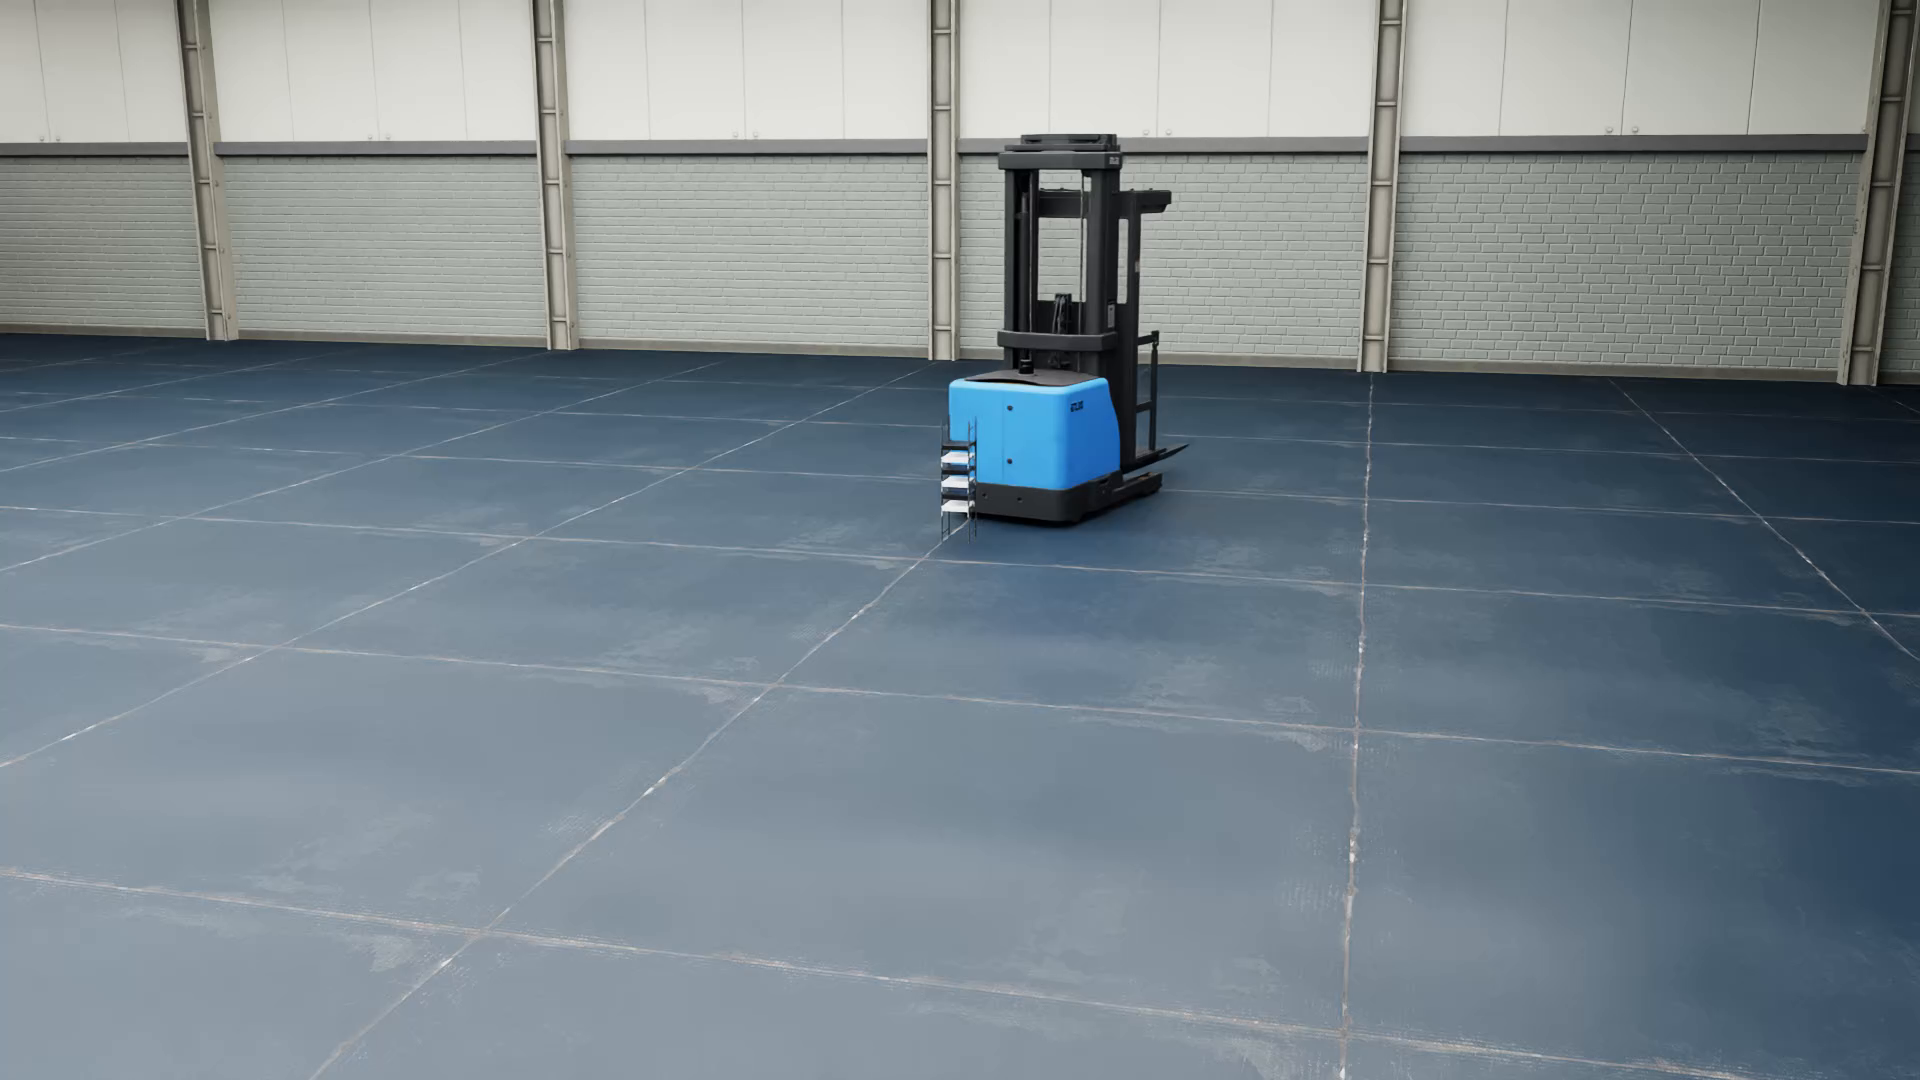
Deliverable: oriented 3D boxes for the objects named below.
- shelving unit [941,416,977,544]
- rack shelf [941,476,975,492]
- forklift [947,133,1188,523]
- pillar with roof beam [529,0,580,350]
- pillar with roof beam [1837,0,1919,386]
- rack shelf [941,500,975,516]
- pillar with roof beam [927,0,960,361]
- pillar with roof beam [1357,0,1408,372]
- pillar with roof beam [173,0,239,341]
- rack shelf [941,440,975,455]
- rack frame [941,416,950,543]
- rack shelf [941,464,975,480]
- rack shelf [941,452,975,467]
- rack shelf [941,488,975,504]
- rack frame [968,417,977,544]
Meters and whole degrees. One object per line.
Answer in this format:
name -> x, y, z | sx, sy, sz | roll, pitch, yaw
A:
shelving unit -> -0.008, -0.440, 12.138 | 0.210, 0.900, 0.258 | 3, 13, 14
rack shelf -> -0.008, -0.407, 12.145 | 0.200, 0.077, 0.258 | 3, 13, 14
forklift -> 1.055, -1.836, 13.742 | 1.130, 2.935, 3.031 | 7, 14, 28
pillar with roof beam -> -7.084, -6.410, 20.350 | 0.400, 9.000, 9.100 | 3, 13, 14
pillar with roof beam -> 10.392, -5.476, 16.140 | 0.400, 9.000, 9.100 | 3, 13, 14
rack shelf -> -0.008, -0.231, 12.184 | 0.200, 0.077, 0.258 | 3, 13, 14
pillar with roof beam -> -1.259, -6.099, 18.947 | 0.400, 9.000, 9.100 | 3, 13, 14
pillar with roof beam -> 4.567, -5.787, 17.543 | 0.400, 9.000, 9.100 | 3, 13, 14
pillar with roof beam -> -12.909, -6.721, 21.753 | 0.400, 9.000, 9.100 | 3, 13, 14
rack shelf -> -0.008, -0.671, 12.087 | 0.200, 0.077, 0.258 | 3, 13, 14
rack frame -> -0.107, -0.445, 12.162 | 0.006, 0.900, 0.240 | 3, 13, 14
rack shelf -> -0.008, -0.495, 12.126 | 0.200, 0.077, 0.258 | 3, 13, 14
rack shelf -> -0.008, -0.583, 12.106 | 0.200, 0.077, 0.258 | 3, 13, 14
rack shelf -> -0.008, -0.319, 12.165 | 0.200, 0.077, 0.258 | 3, 13, 14
rack frame -> 0.091, -0.434, 12.114 | 0.006, 0.900, 0.240 | 3, 13, 14
